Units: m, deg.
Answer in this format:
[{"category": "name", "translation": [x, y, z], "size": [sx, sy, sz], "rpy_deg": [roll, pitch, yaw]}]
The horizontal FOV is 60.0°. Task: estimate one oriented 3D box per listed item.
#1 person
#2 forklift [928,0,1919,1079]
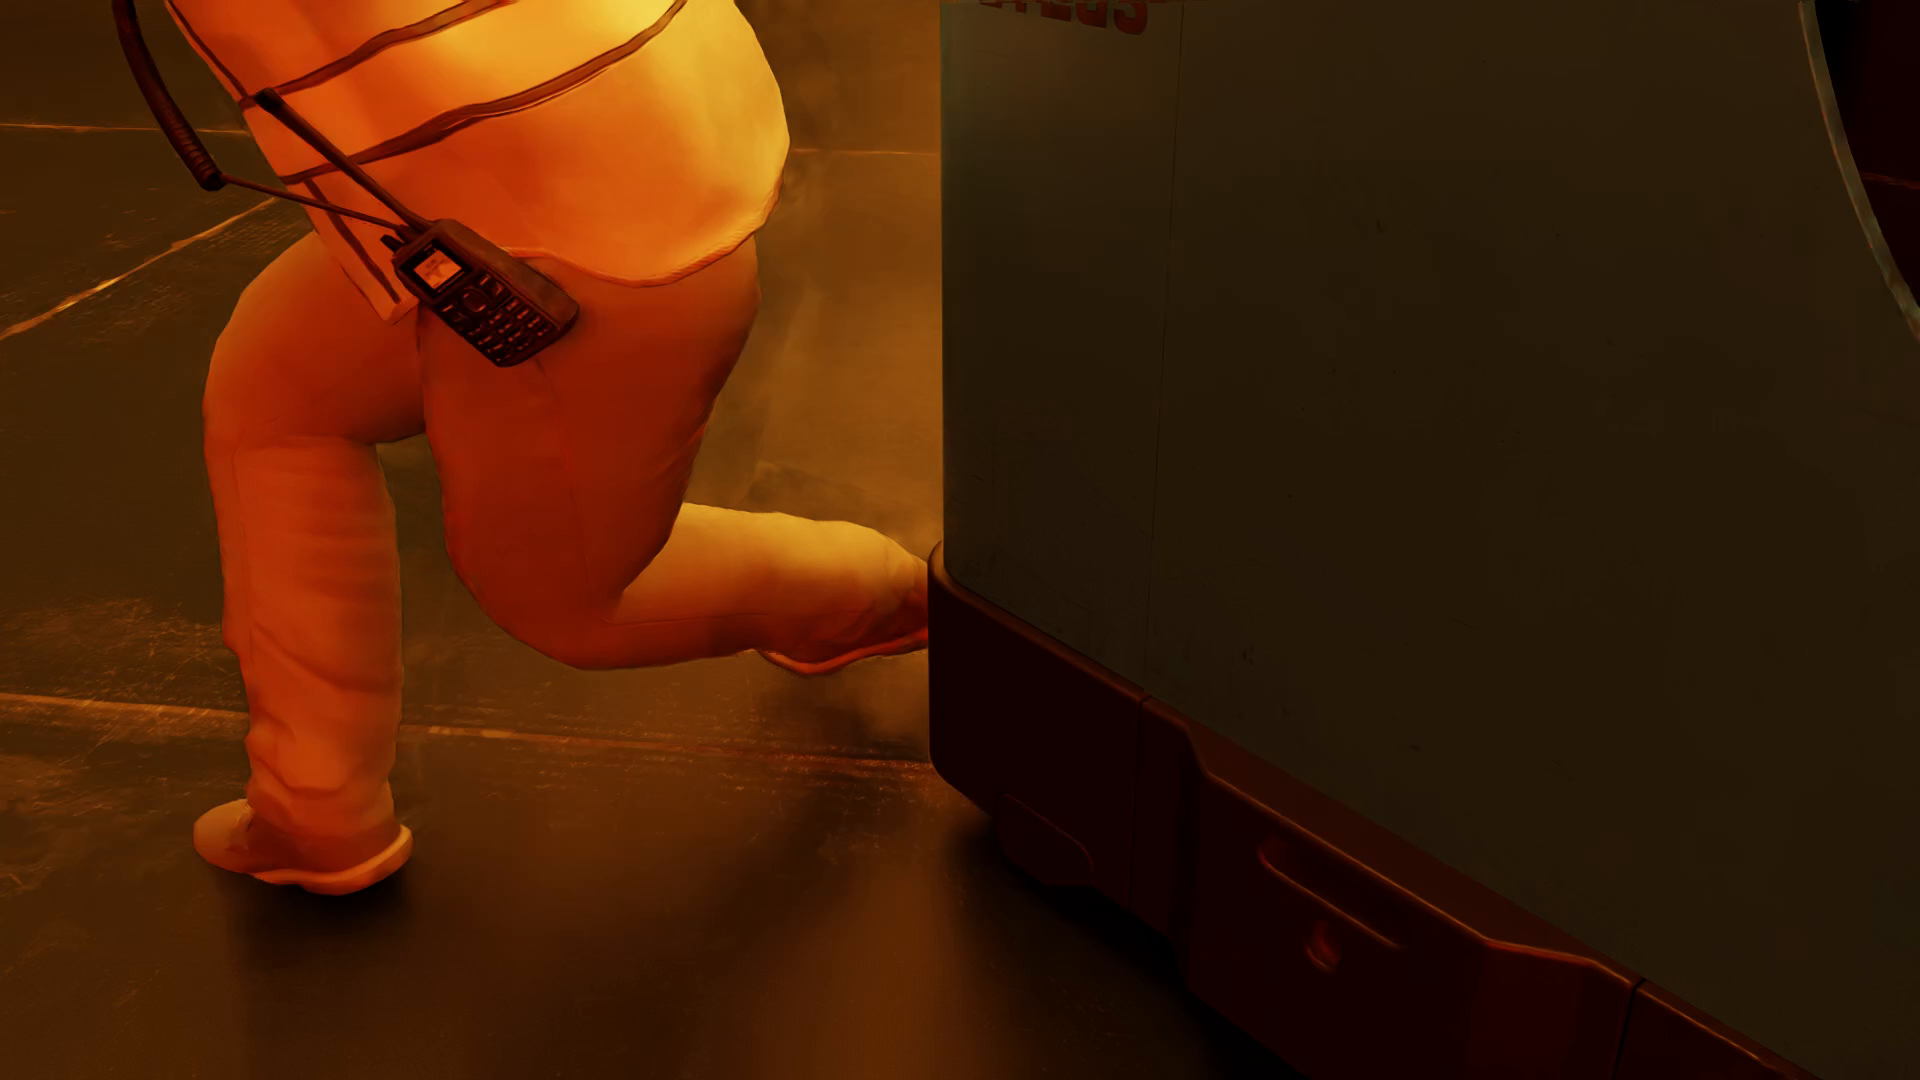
[{"category": "person", "translation": [-0.599, -0.396, 1.656], "size": [1.130, 1.552, 0.916], "rpy_deg": [3, 27, 5]}, {"category": "forklift", "translation": [1.290, -0.644, 0.508], "size": [1.130, 2.935, 3.031], "rpy_deg": [-20, 33, -35]}]
